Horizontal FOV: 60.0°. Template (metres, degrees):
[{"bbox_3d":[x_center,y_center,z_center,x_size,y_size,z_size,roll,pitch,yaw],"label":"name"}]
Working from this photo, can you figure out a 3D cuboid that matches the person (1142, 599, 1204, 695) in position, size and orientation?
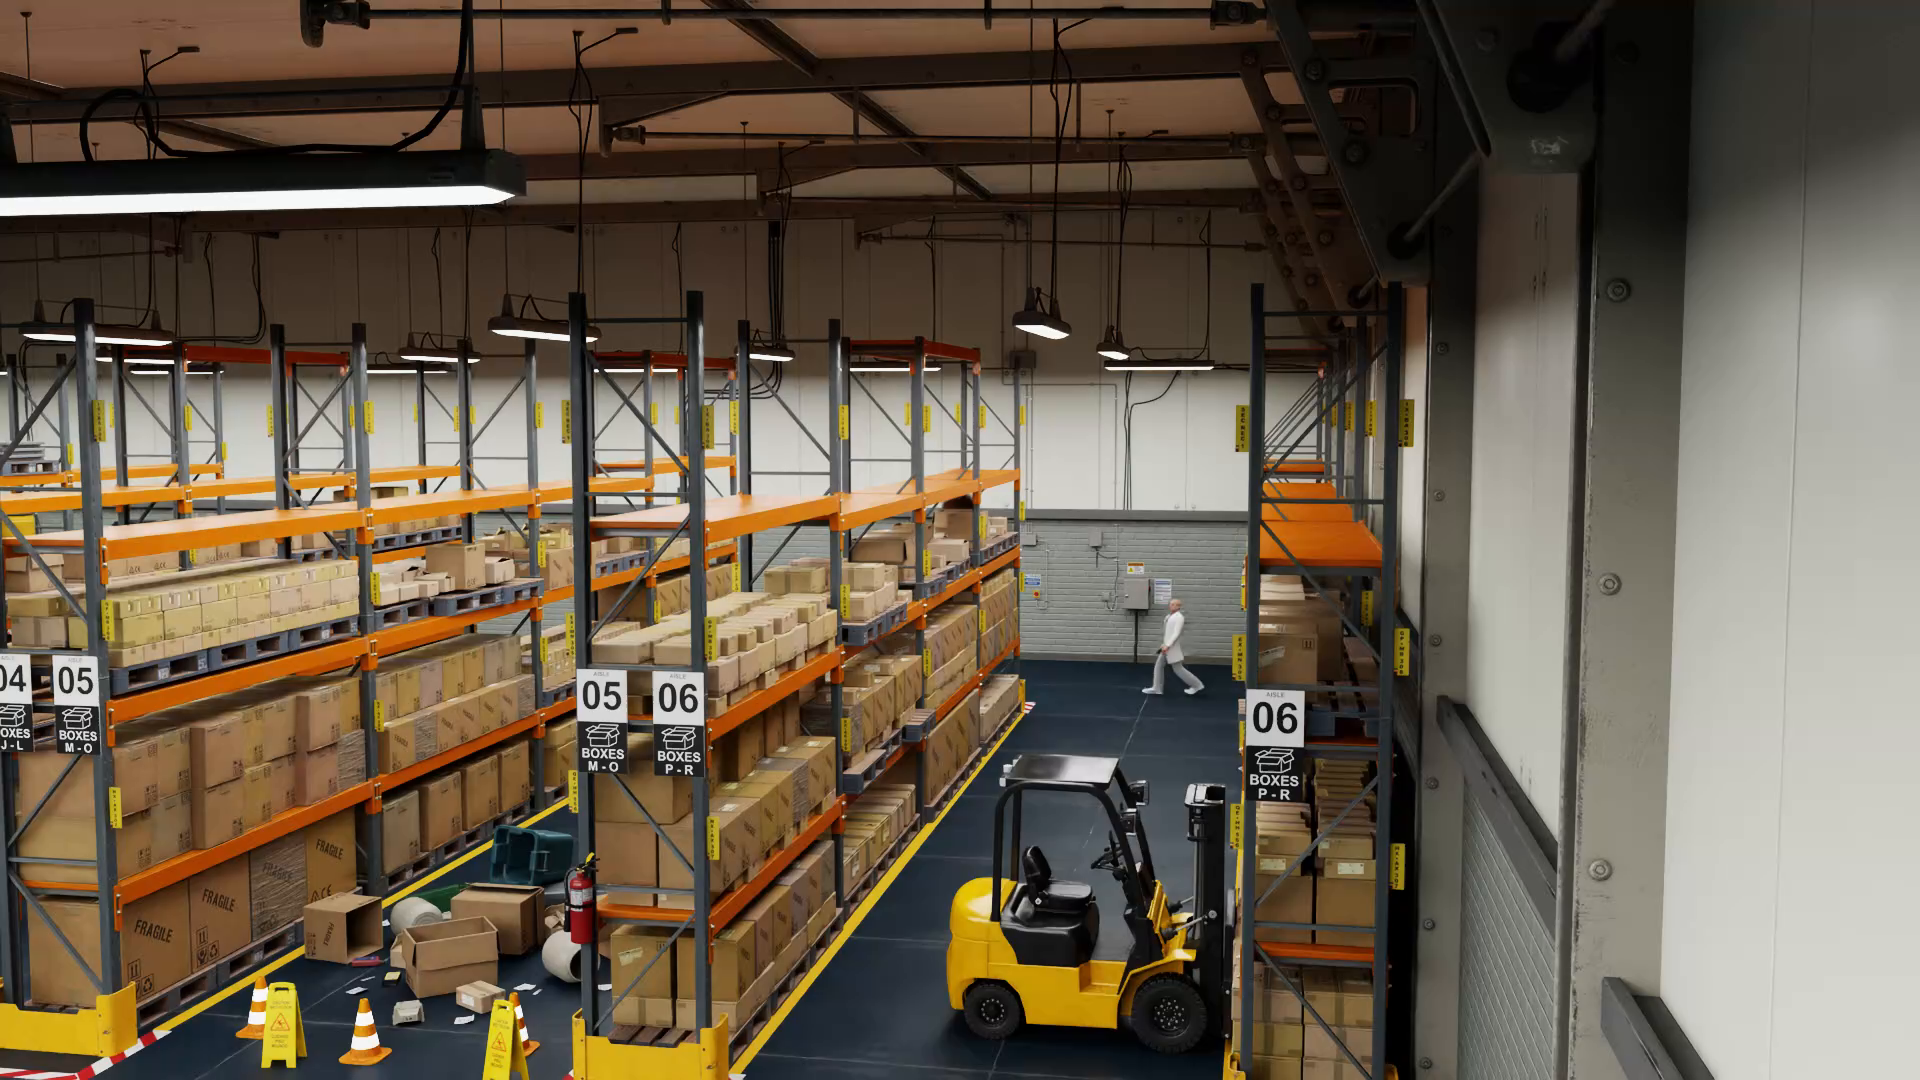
[{"bbox_3d":[3.809,1.916,29.641,1.093,1.730,0.634,0,5,5],"label":"person"}]
